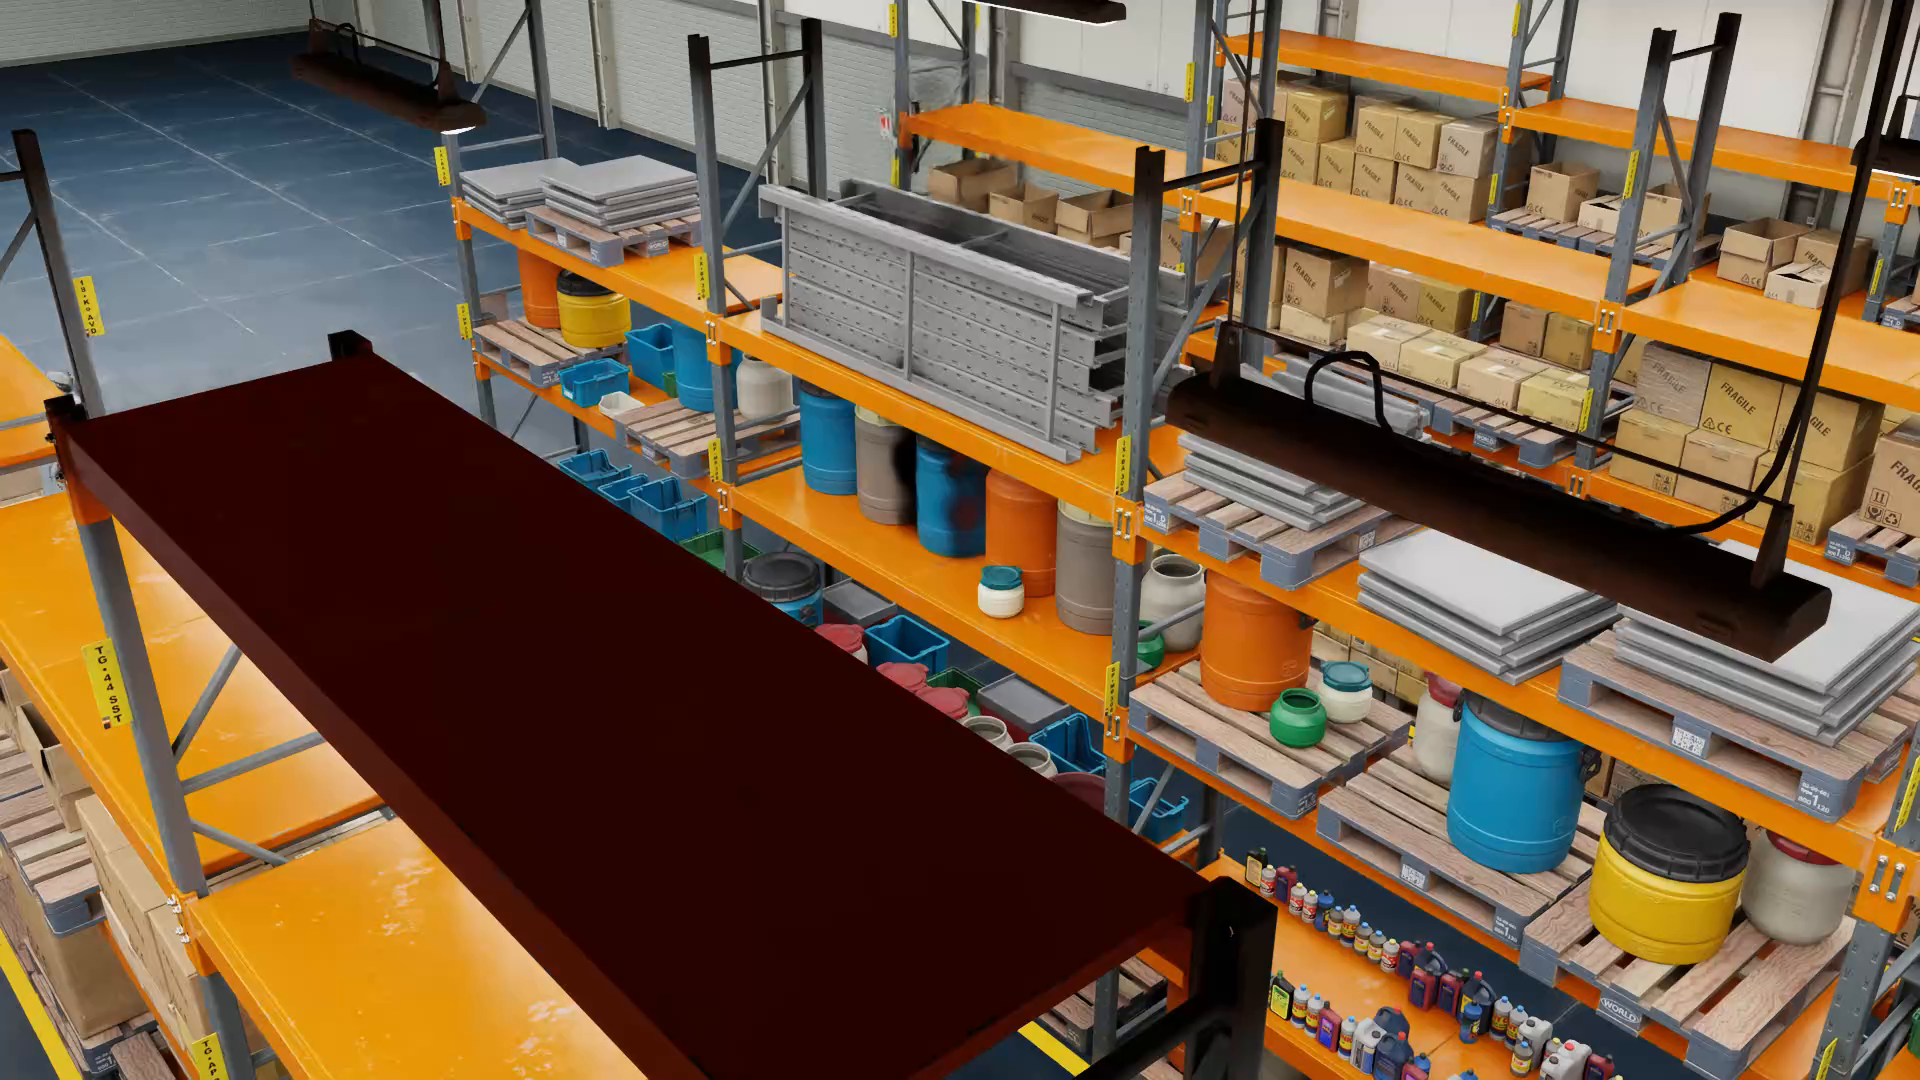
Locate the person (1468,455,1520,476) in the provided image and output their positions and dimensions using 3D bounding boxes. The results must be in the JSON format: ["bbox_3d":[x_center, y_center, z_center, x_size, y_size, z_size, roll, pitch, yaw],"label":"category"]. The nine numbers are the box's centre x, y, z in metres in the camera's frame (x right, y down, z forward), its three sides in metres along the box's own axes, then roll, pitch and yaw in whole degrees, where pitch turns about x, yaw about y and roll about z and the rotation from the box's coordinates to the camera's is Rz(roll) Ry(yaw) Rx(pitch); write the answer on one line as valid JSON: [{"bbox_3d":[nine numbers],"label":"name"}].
[{"bbox_3d":[5.311,-0.343,16.286,0.693,1.828,0.922,-24,36,-39],"label":"person"}]

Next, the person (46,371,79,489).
[{"bbox_3d":[-9.344,-0.992,17.664,0.788,1.678,0.641,-4,27,-7],"label":"person"}]

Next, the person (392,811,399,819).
[{"bbox_3d":[-4.620,1.498,12.744,0.870,1.745,0.712,24,35,39],"label":"person"}]
